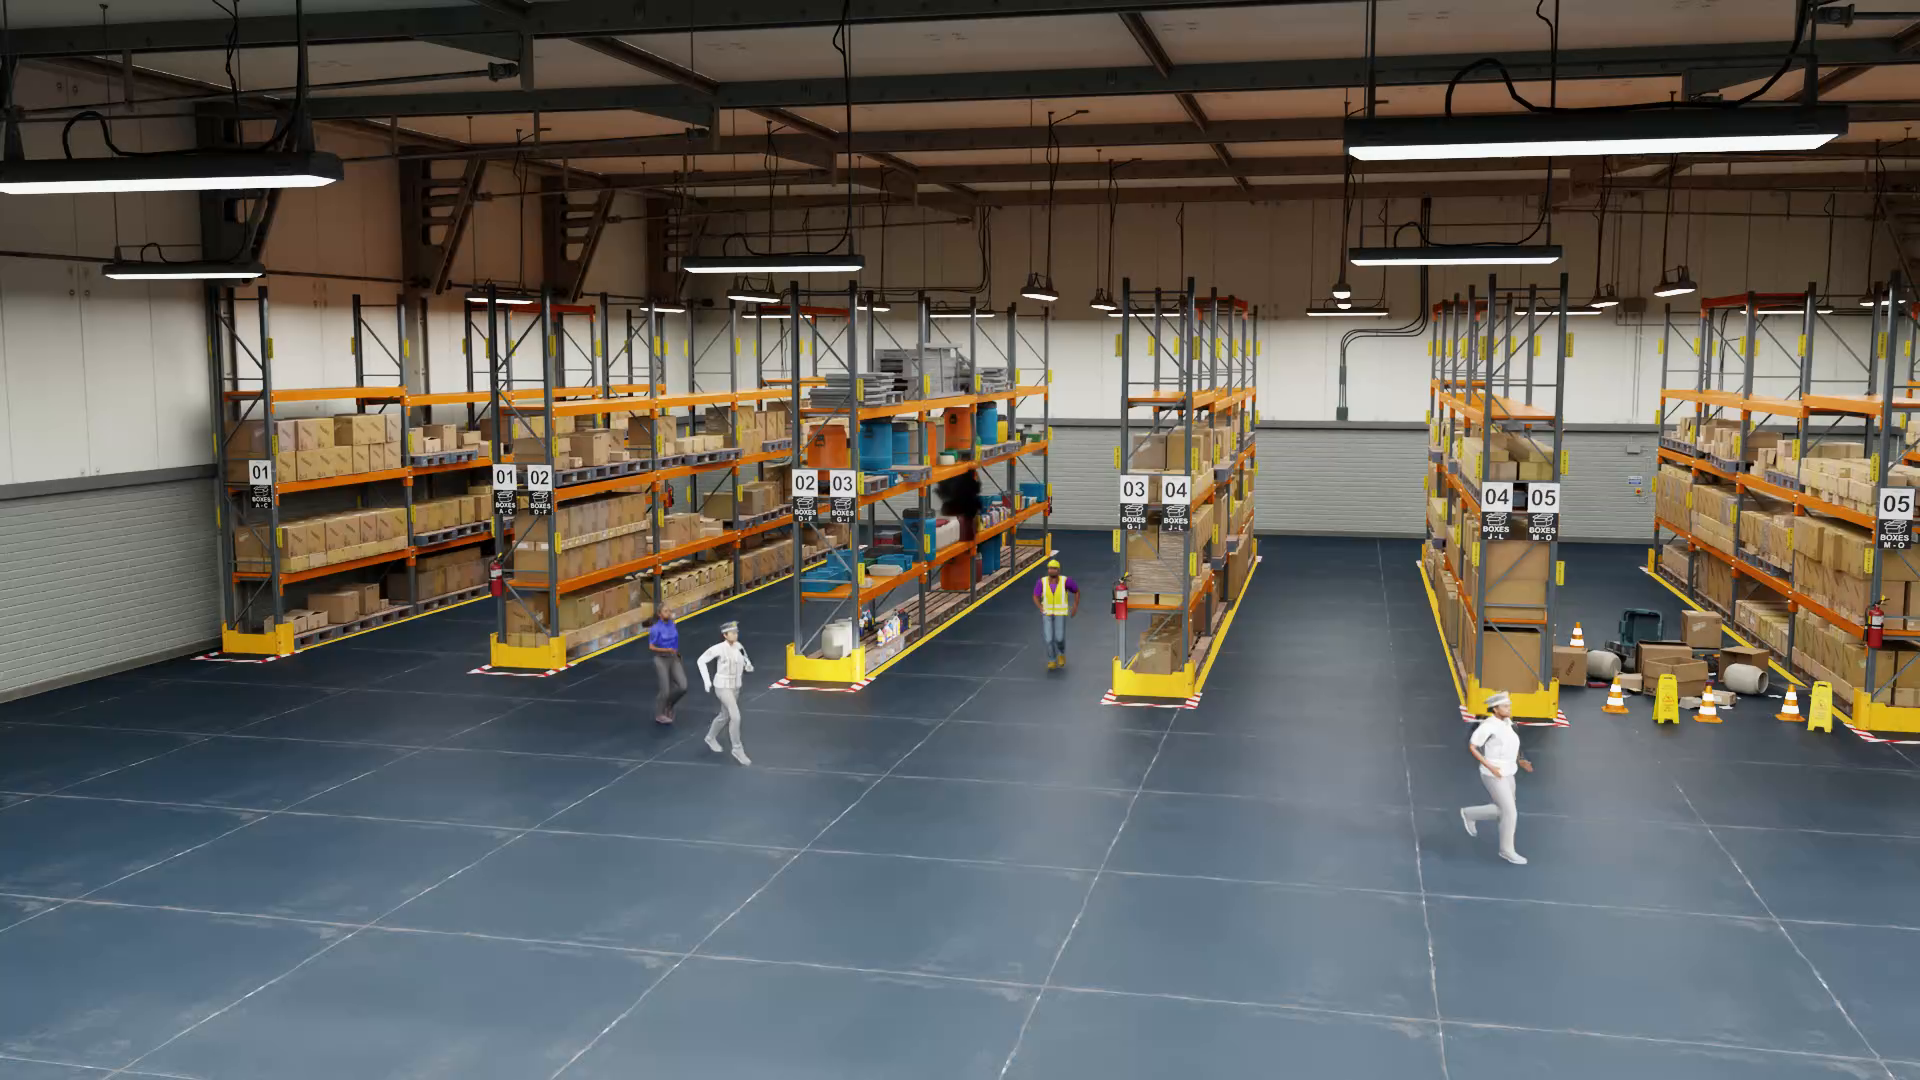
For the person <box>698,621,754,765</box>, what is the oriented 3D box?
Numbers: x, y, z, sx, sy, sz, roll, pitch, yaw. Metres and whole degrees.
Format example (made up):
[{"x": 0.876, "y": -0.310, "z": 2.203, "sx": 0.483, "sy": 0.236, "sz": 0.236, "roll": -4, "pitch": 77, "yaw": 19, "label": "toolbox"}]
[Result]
[{"x": -2.838, "y": 1.833, "z": 20.271, "sx": 0.849, "sy": 1.739, "sz": 0.580, "roll": 4, "pitch": 8, "yaw": 34, "label": "person"}]

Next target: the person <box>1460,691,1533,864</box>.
[{"x": 5.267, "y": 2.309, "z": 16.418, "sx": 0.577, "sy": 1.686, "sz": 0.760, "roll": -6, "pitch": 9, "yaw": -43, "label": "person"}]

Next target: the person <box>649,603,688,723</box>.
[{"x": -3.858, "y": 1.650, "z": 22.157, "sx": 0.572, "sy": 1.618, "sz": 0.563, "roll": 6, "pitch": 9, "yaw": 41, "label": "person"}]

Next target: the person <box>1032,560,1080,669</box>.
[{"x": 1.483, "y": 1.166, "z": 25.914, "sx": 0.733, "sy": 1.718, "sz": 0.582, "roll": 1, "pitch": 7, "yaw": 9, "label": "person"}]
